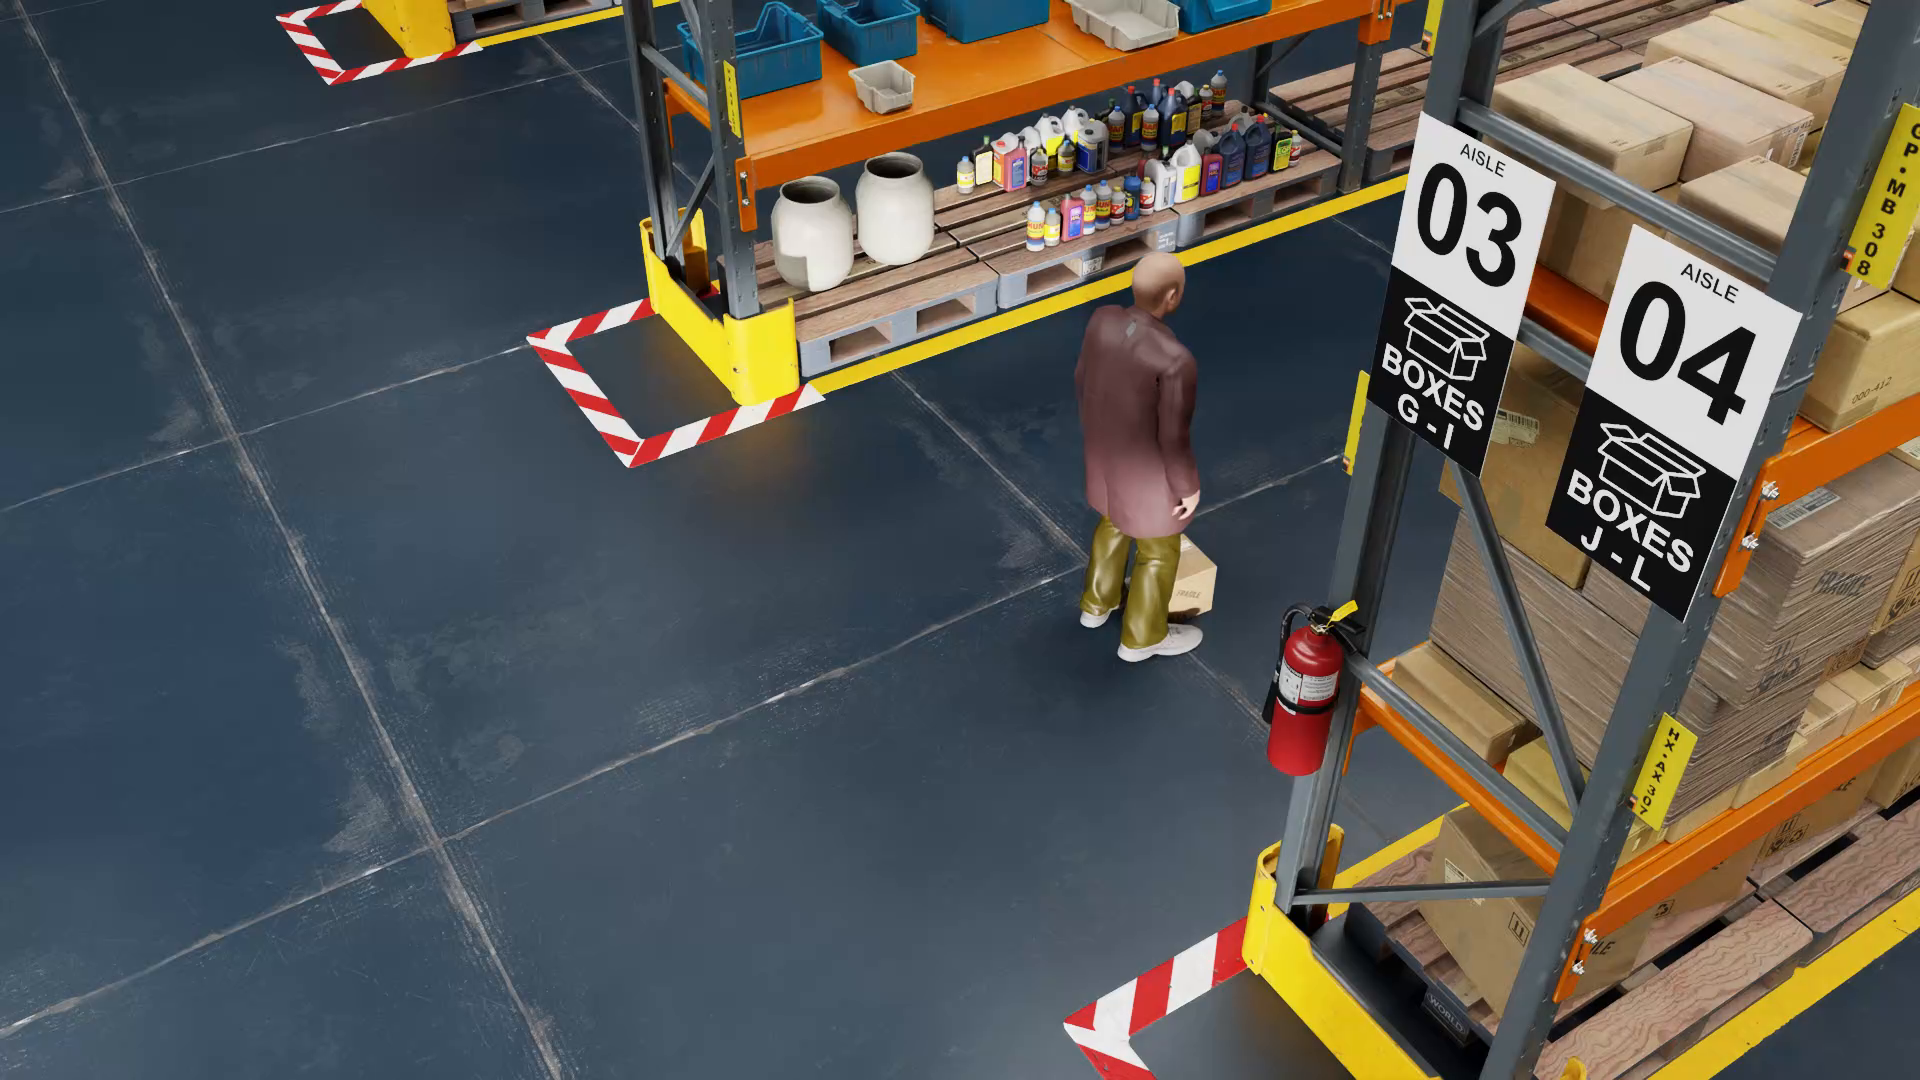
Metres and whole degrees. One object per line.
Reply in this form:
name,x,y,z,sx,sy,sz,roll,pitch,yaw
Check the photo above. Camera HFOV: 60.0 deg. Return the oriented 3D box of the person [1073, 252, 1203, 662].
person,0.701,-0.275,6.590,0.429,1.649,0.647,-25,46,-27
